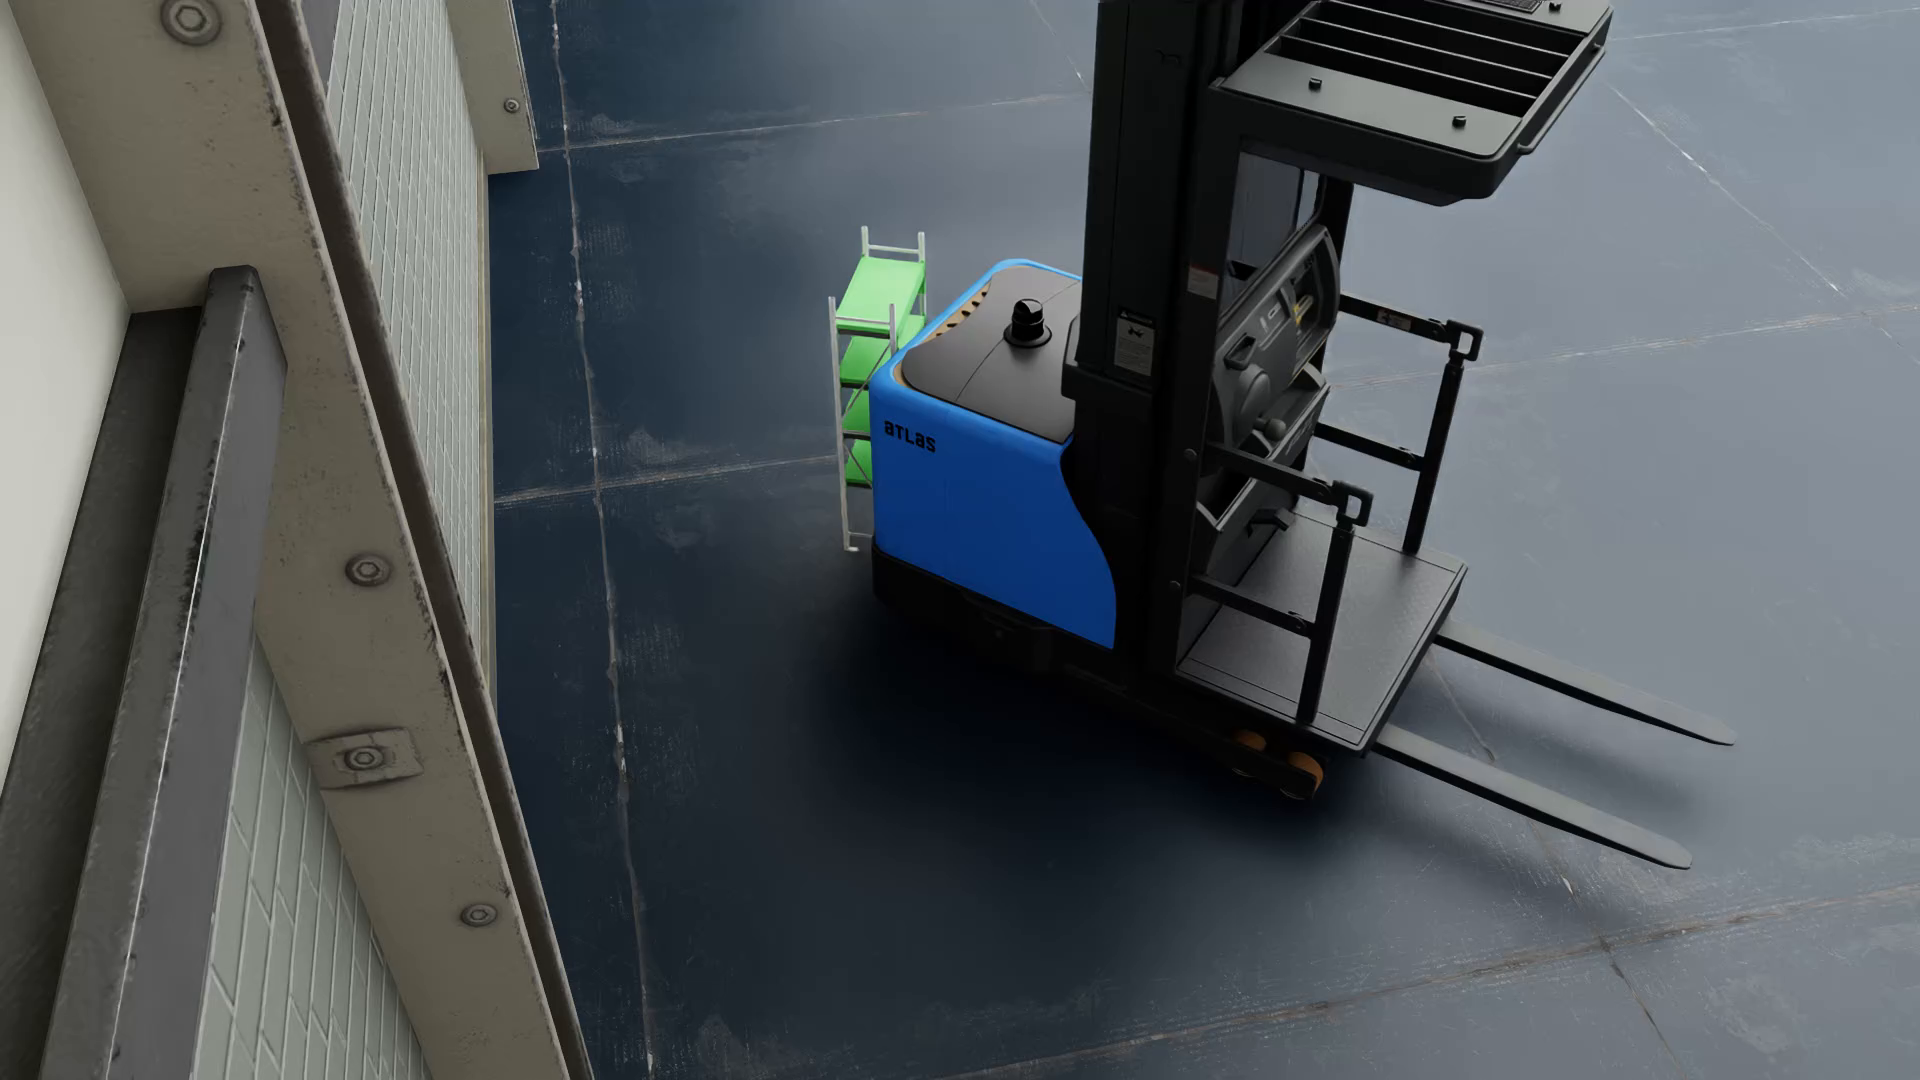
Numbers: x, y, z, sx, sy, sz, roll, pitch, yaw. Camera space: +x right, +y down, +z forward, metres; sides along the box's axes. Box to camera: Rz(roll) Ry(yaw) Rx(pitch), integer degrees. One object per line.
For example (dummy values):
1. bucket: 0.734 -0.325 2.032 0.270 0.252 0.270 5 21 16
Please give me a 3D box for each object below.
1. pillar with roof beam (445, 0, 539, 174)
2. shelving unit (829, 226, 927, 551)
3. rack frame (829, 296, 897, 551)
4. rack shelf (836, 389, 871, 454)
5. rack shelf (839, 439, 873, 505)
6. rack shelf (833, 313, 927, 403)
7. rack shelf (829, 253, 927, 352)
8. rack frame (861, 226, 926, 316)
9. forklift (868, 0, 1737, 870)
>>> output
1. pillar with roof beam: 1.726 -6.100 6.843 9.100 9.000 0.400 -8 42 -9
2. shelving unit: -0.300 -0.558 6.474 0.258 1.200 0.503 8 42 8
3. rack frame: -0.348 -0.399 6.295 0.240 1.200 0.015 8 42 8
4. rack shelf: -0.300 -0.510 6.517 0.258 0.148 0.480 8 42 8
5. rack shelf: -0.300 -0.330 6.676 0.258 0.148 0.480 8 42 8
6. rack shelf: -0.300 -0.689 6.357 0.258 0.148 0.480 8 42 8
7. rack shelf: -0.300 -0.869 6.198 0.258 0.148 0.480 8 42 8
8. rack frame: -0.253 -0.717 6.653 0.240 1.200 0.015 8 42 8
9. forklift: 1.188 -0.608 5.227 3.031 2.935 1.130 22 46 23
